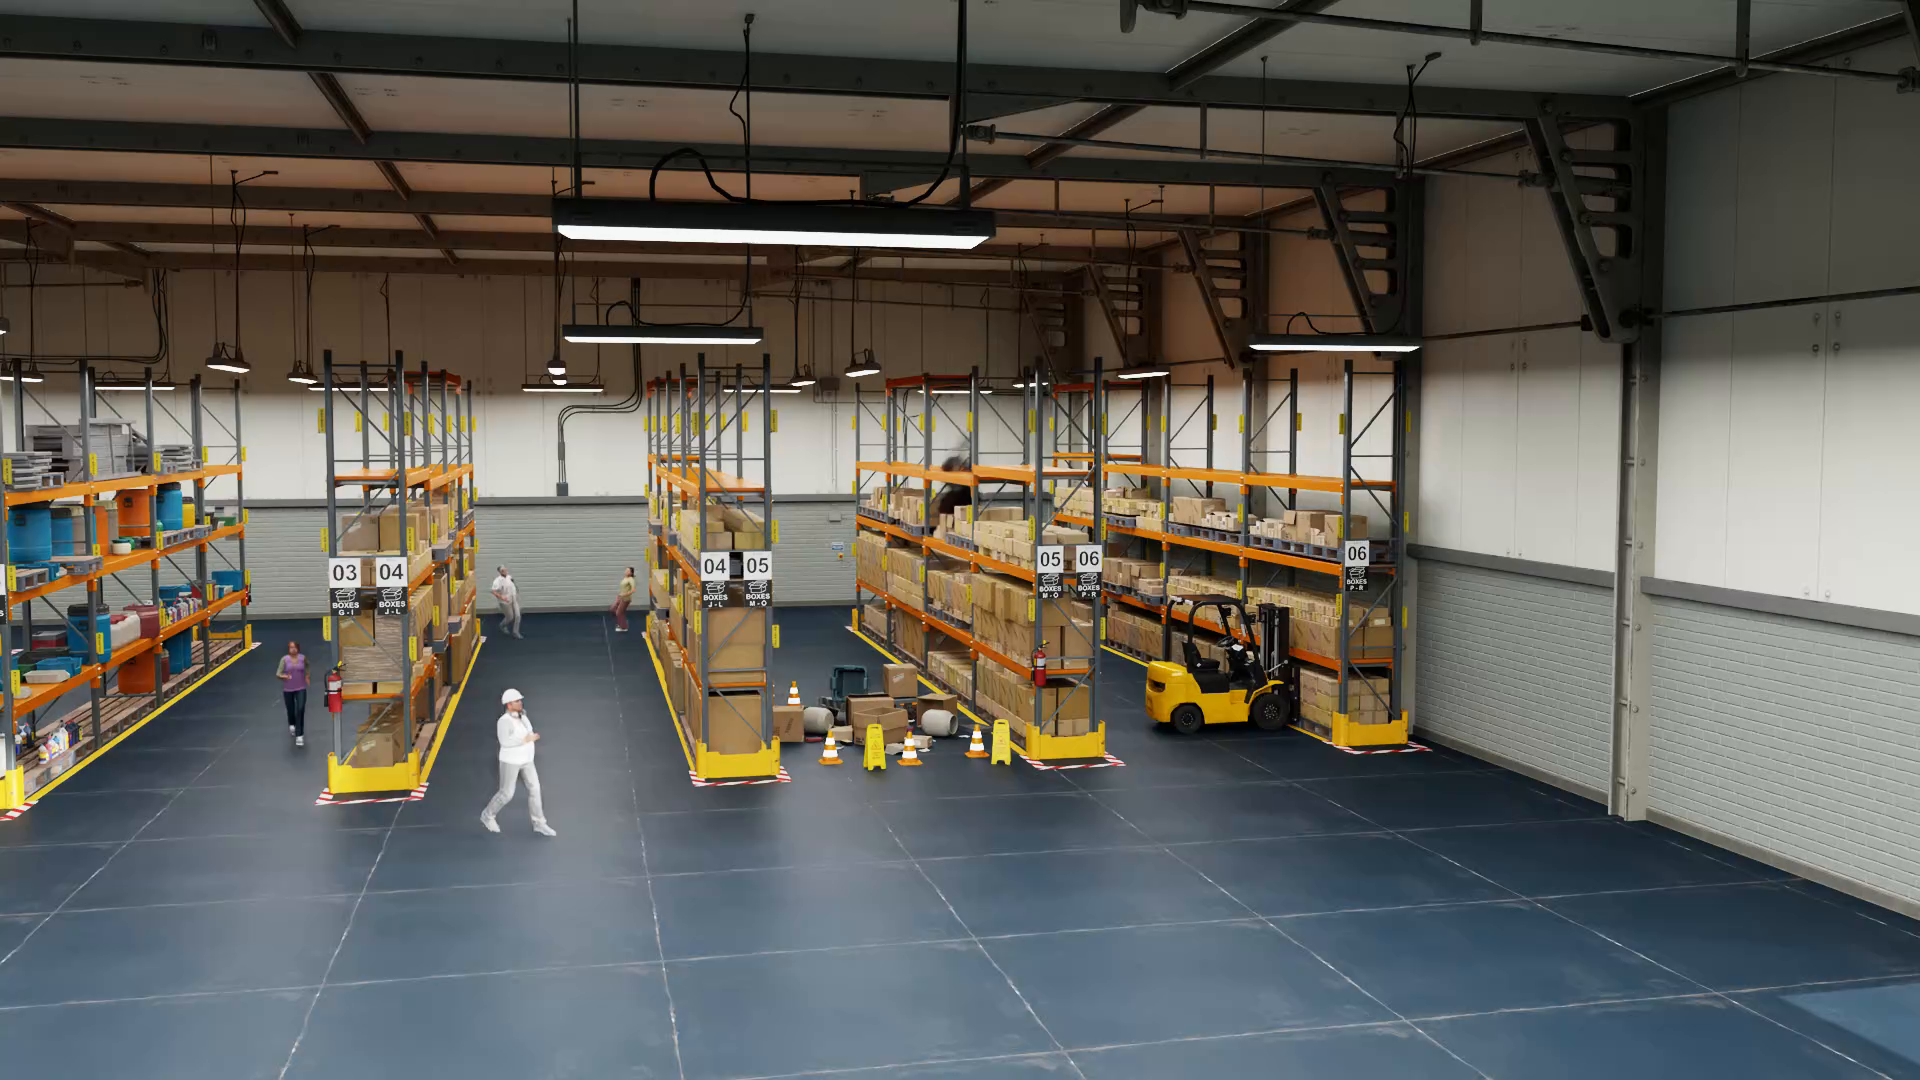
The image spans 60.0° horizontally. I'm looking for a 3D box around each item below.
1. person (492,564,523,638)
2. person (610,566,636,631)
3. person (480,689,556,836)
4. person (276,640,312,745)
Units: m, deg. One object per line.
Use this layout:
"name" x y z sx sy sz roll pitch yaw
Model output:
"person" -10.610 1.440 38.976 0.686 1.756 0.714 3 5 35
"person" -8.094 1.419 39.938 0.553 1.592 0.667 -2 5 -31
"person" -5.370 2.675 20.138 0.944 1.748 0.659 2 4 22
"person" -10.442 2.375 26.098 0.537 1.582 0.878 -2 4 -24
